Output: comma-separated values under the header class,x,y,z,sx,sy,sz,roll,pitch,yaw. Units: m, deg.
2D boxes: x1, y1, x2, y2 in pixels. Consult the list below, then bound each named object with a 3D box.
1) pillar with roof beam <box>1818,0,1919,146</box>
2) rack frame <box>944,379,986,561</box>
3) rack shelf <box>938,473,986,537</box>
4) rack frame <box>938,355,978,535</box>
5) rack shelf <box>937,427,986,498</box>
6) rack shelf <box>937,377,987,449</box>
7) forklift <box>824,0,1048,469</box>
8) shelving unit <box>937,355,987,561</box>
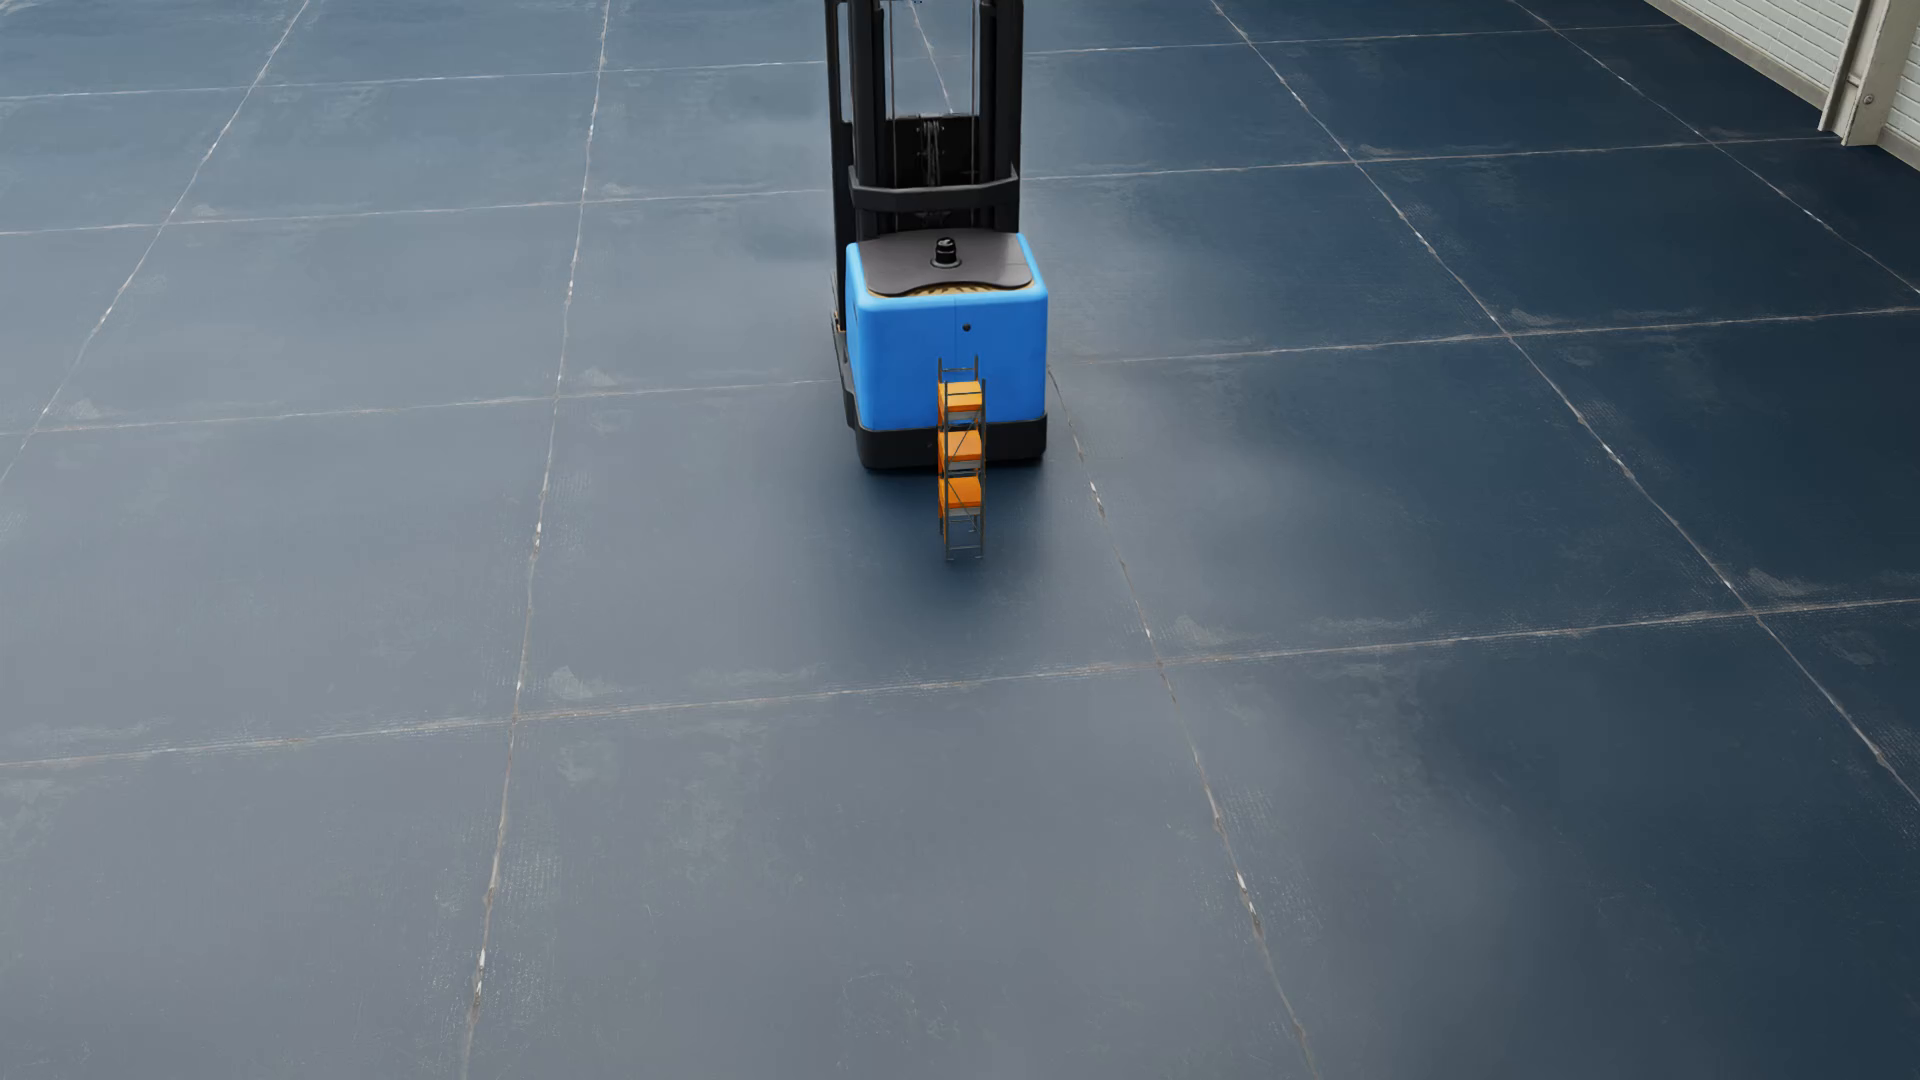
class,x,y,z,sx,sy,sz,roll,pitch,yaw
pillar with roof beam,2.996,-6.693,10.581,9.100,9.000,0.400,-4,35,-6
rack frame,0.024,-0.336,8.311,0.200,1.050,0.008,-4,35,-6
rack shelf,0.007,-0.166,8.573,0.215,0.259,0.240,-4,35,-6
rack frame,-0.009,-0.472,8.510,0.200,1.050,0.008,-4,35,-6
rack shelf,0.007,-0.395,8.416,0.215,0.259,0.240,-4,35,-6
rack shelf,0.007,-0.630,8.257,0.215,0.259,0.240,-4,35,-6
forklift,-0.230,-2.423,9.703,1.130,2.935,3.031,-4,35,-7
shelving unit,0.007,-0.404,8.411,0.215,1.050,0.252,-4,35,-6
